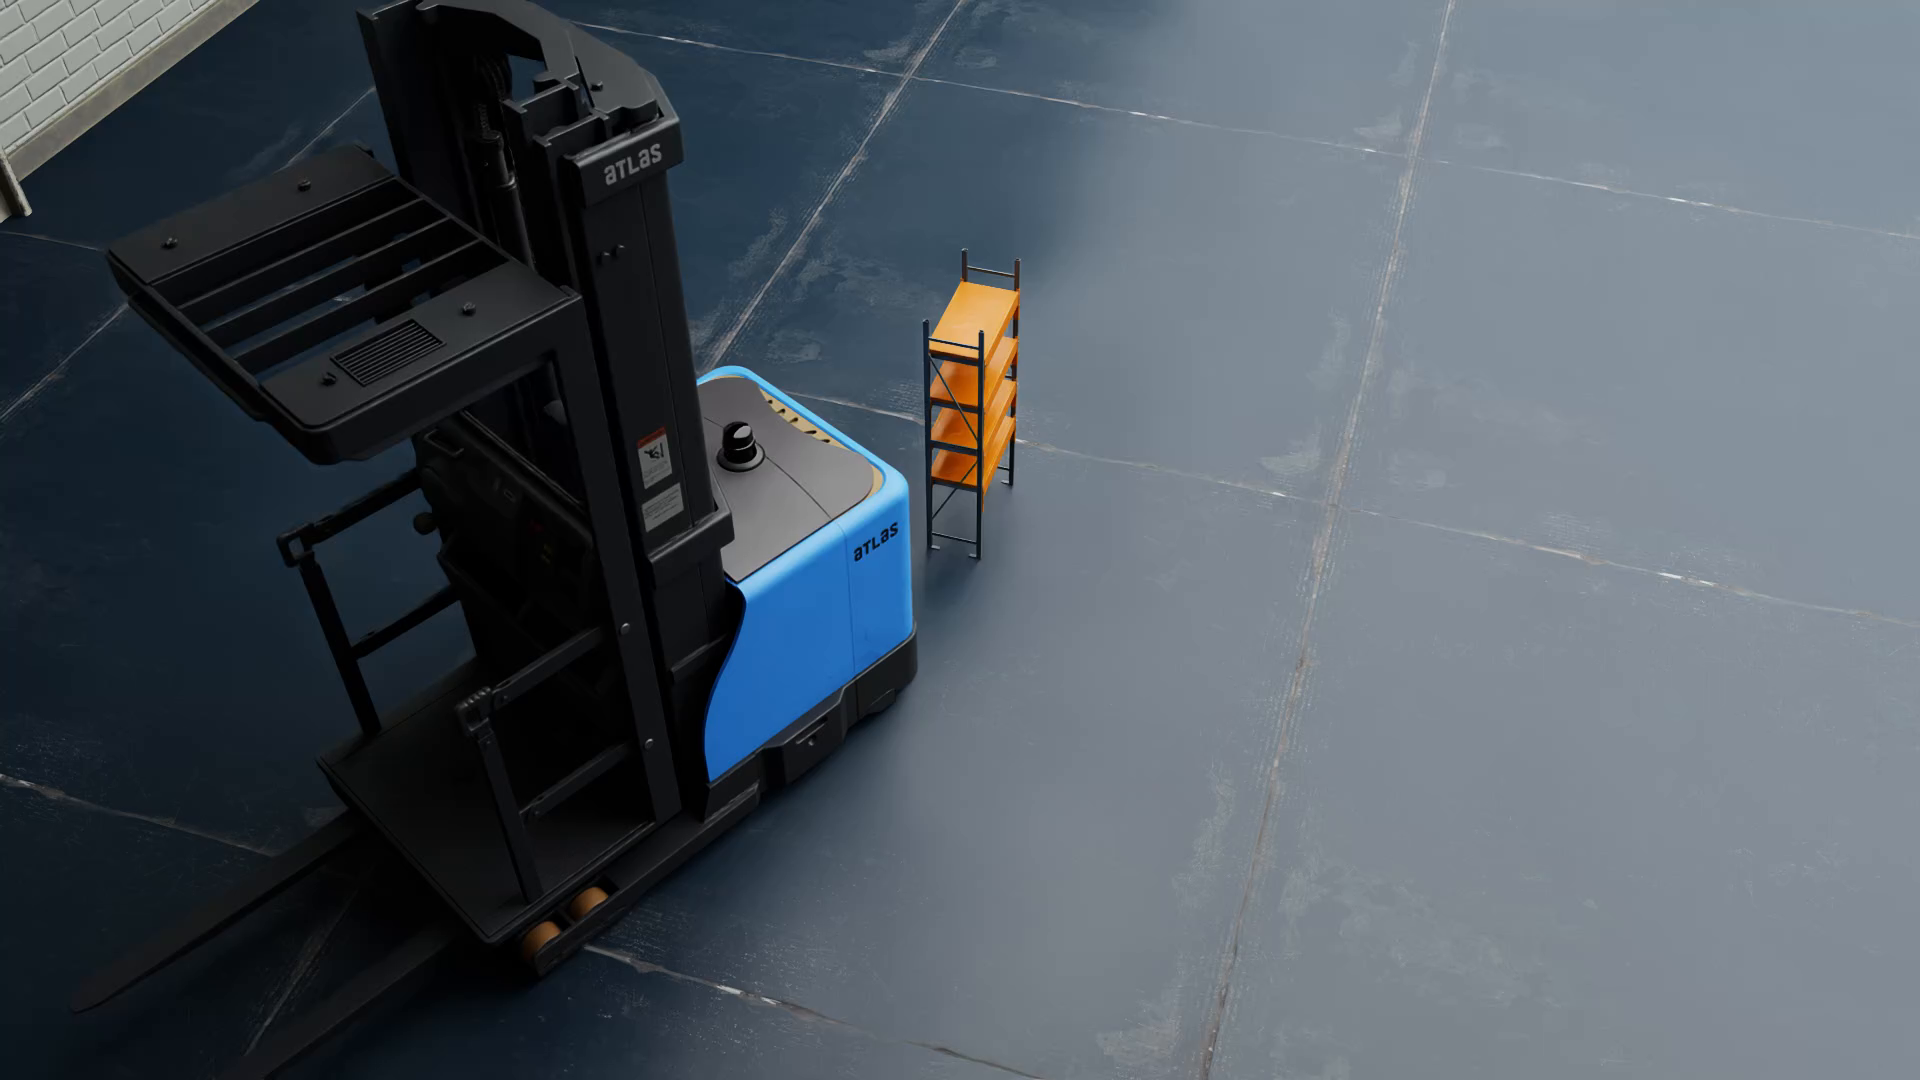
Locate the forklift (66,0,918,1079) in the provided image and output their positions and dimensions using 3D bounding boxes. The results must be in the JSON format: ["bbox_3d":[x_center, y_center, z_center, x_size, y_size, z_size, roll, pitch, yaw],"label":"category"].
[{"bbox_3d":[-1.560,0.002,5.052,1.130,2.935,3.031,35,54,30],"label":"forklift"}]

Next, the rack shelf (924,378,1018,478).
[{"bbox_3d":[0.050,-0.491,6.889,0.258,0.148,0.480,13,46,12],"label":"rack shelf"}]

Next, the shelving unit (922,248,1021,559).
[{"bbox_3d":[0.050,-0.539,6.842,0.258,1.200,0.503,13,46,12],"label":"shelving unit"}]

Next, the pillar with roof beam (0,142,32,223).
[{"bbox_3d":[-1.097,-3.976,4.778,9.100,9.000,0.400,13,46,13],"label":"pillar with roof beam"}]

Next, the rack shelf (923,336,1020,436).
[{"bbox_3d":[0.050,-0.651,6.733,0.258,0.148,0.480,13,46,12],"label":"rack shelf"}]

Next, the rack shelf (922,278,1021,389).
[{"bbox_3d":[0.050,-0.820,6.567,0.258,0.148,0.480,13,46,12],"label":"rack shelf"}]

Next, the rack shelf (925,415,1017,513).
[{"bbox_3d":[0.050,-0.349,7.028,0.258,0.148,0.480,13,46,12],"label":"rack shelf"}]

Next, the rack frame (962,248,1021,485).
[{"bbox_3d":[0.124,-0.702,7.008,0.240,1.200,0.015,13,46,12],"label":"rack frame"}]

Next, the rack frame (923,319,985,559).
[{"bbox_3d":[-0.024,-0.377,6.676,0.240,1.200,0.015,13,46,12],"label":"rack frame"}]
